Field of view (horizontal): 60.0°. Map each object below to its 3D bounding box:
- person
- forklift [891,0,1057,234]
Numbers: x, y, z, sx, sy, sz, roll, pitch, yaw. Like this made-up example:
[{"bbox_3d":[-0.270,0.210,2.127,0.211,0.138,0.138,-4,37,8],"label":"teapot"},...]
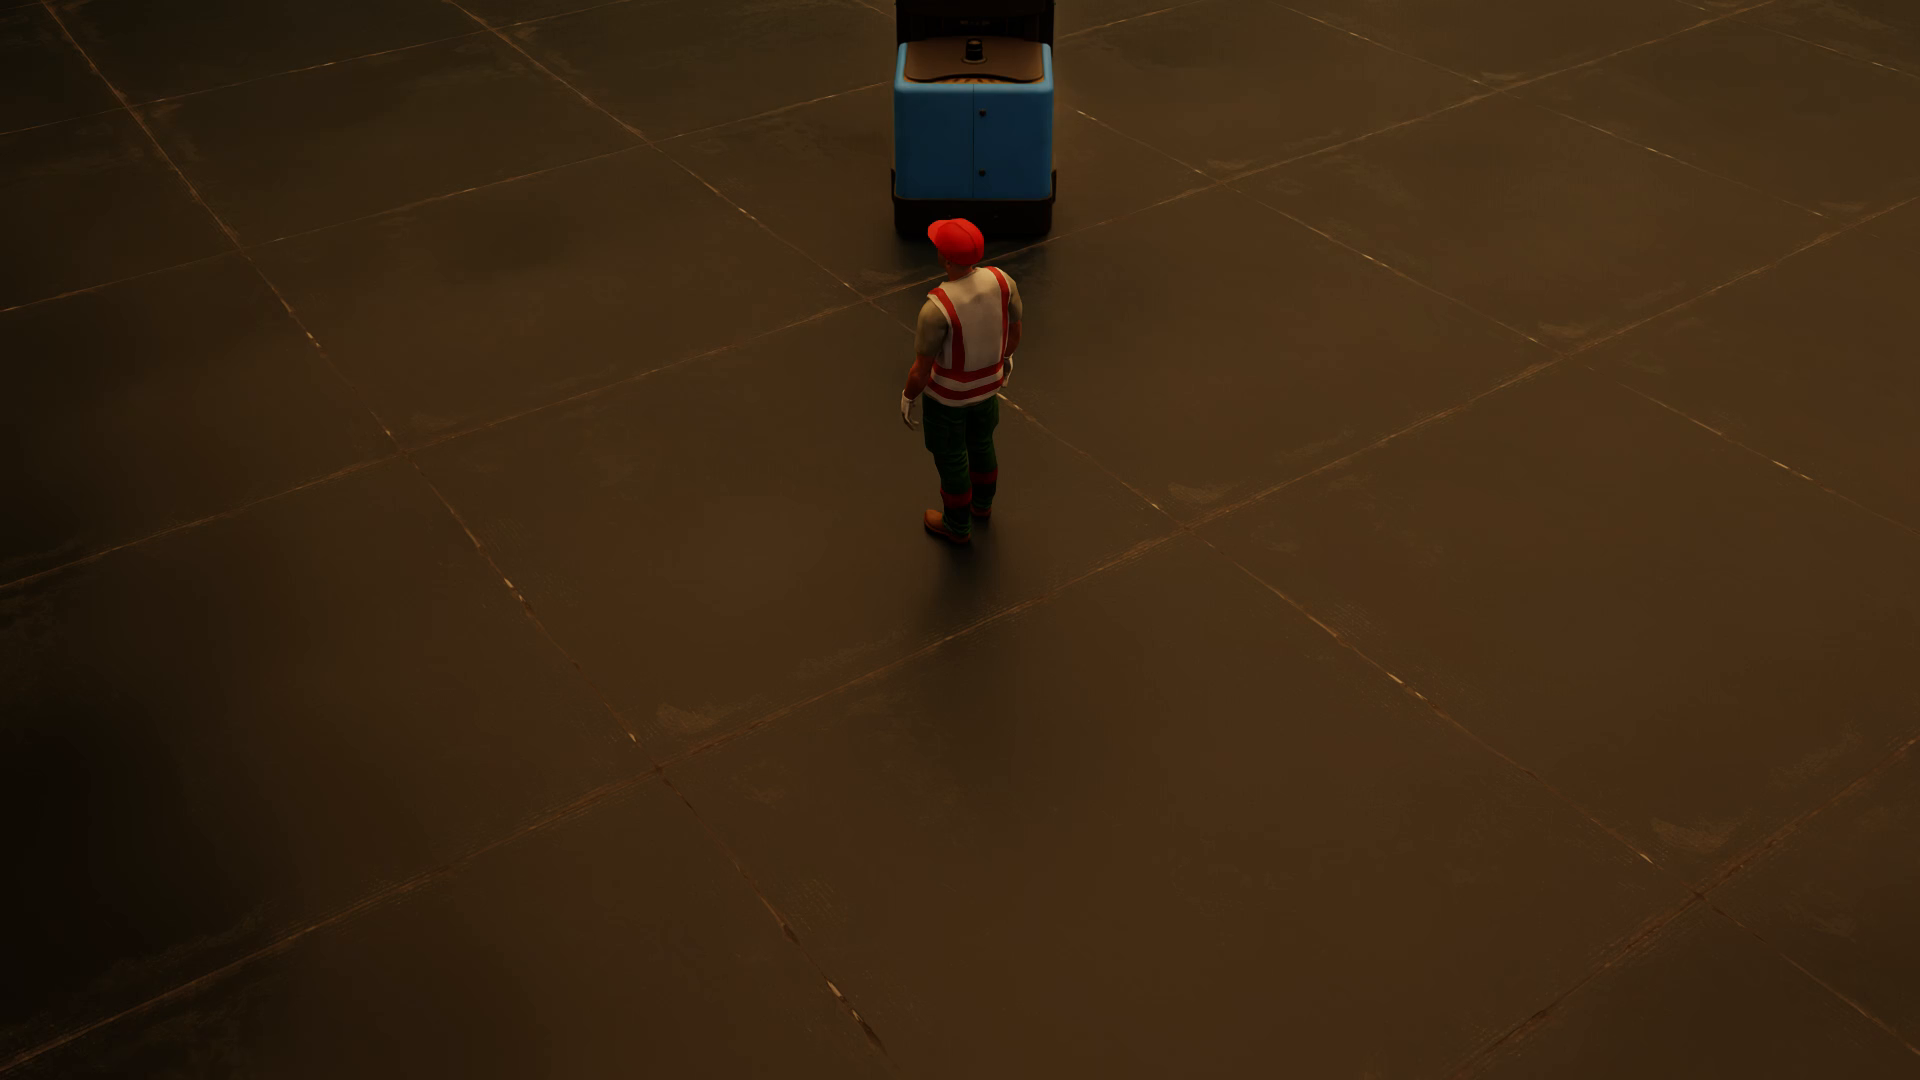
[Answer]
[{"bbox_3d":[-0.036,-0.768,7.932,0.637,1.787,0.564,-23,42,-28],"label":"person"},{"bbox_3d":[0.108,-4.058,11.433,1.130,2.935,3.031,1,36,1],"label":"forklift"}]
